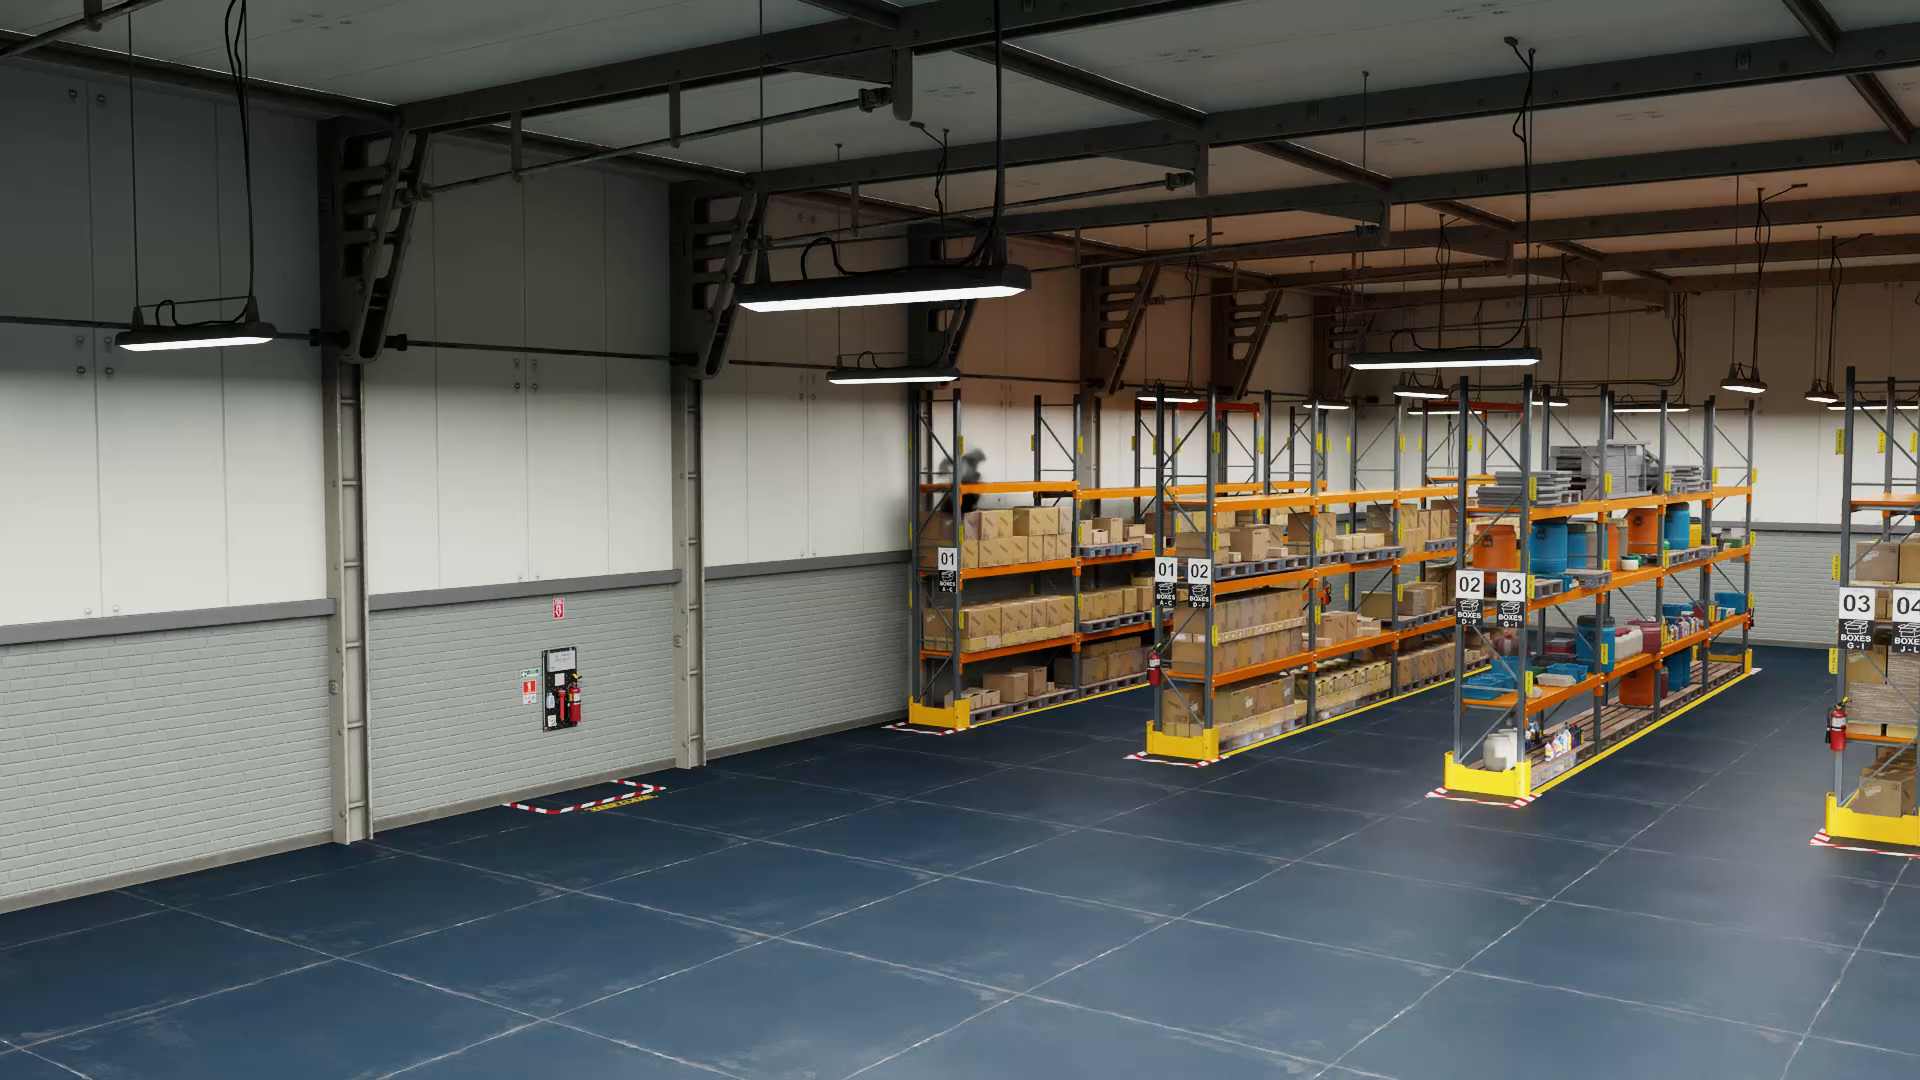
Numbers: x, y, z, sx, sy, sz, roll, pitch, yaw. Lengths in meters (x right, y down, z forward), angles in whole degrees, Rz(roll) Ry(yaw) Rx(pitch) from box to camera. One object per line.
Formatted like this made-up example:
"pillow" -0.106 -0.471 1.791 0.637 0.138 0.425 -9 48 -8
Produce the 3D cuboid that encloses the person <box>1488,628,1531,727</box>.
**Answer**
"person" 9.890 2.403 29.994 0.707 1.838 0.891 2 4 32
